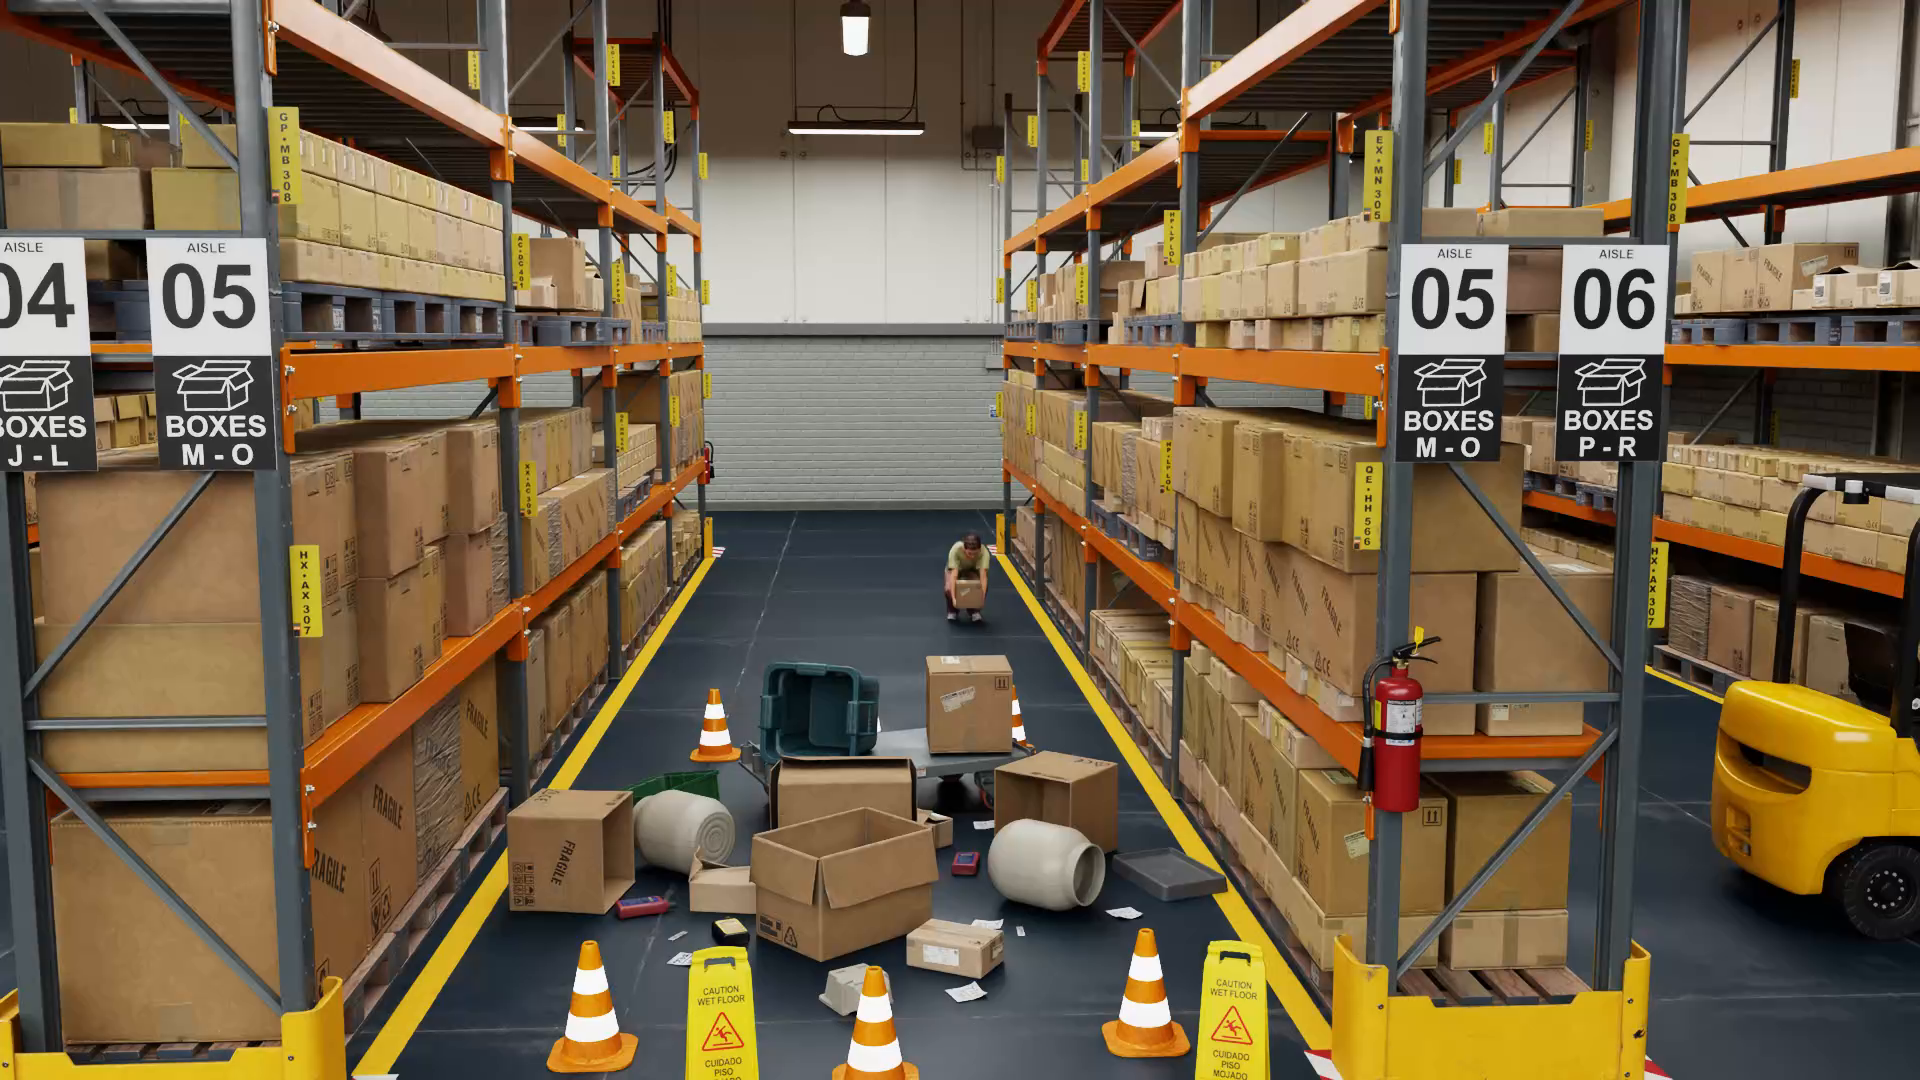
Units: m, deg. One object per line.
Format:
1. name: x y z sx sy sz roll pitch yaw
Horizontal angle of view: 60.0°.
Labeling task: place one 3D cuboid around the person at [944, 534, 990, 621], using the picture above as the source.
1. person: 0.063 0.365 16.873 0.459 0.930 0.834 -1 7 -5
